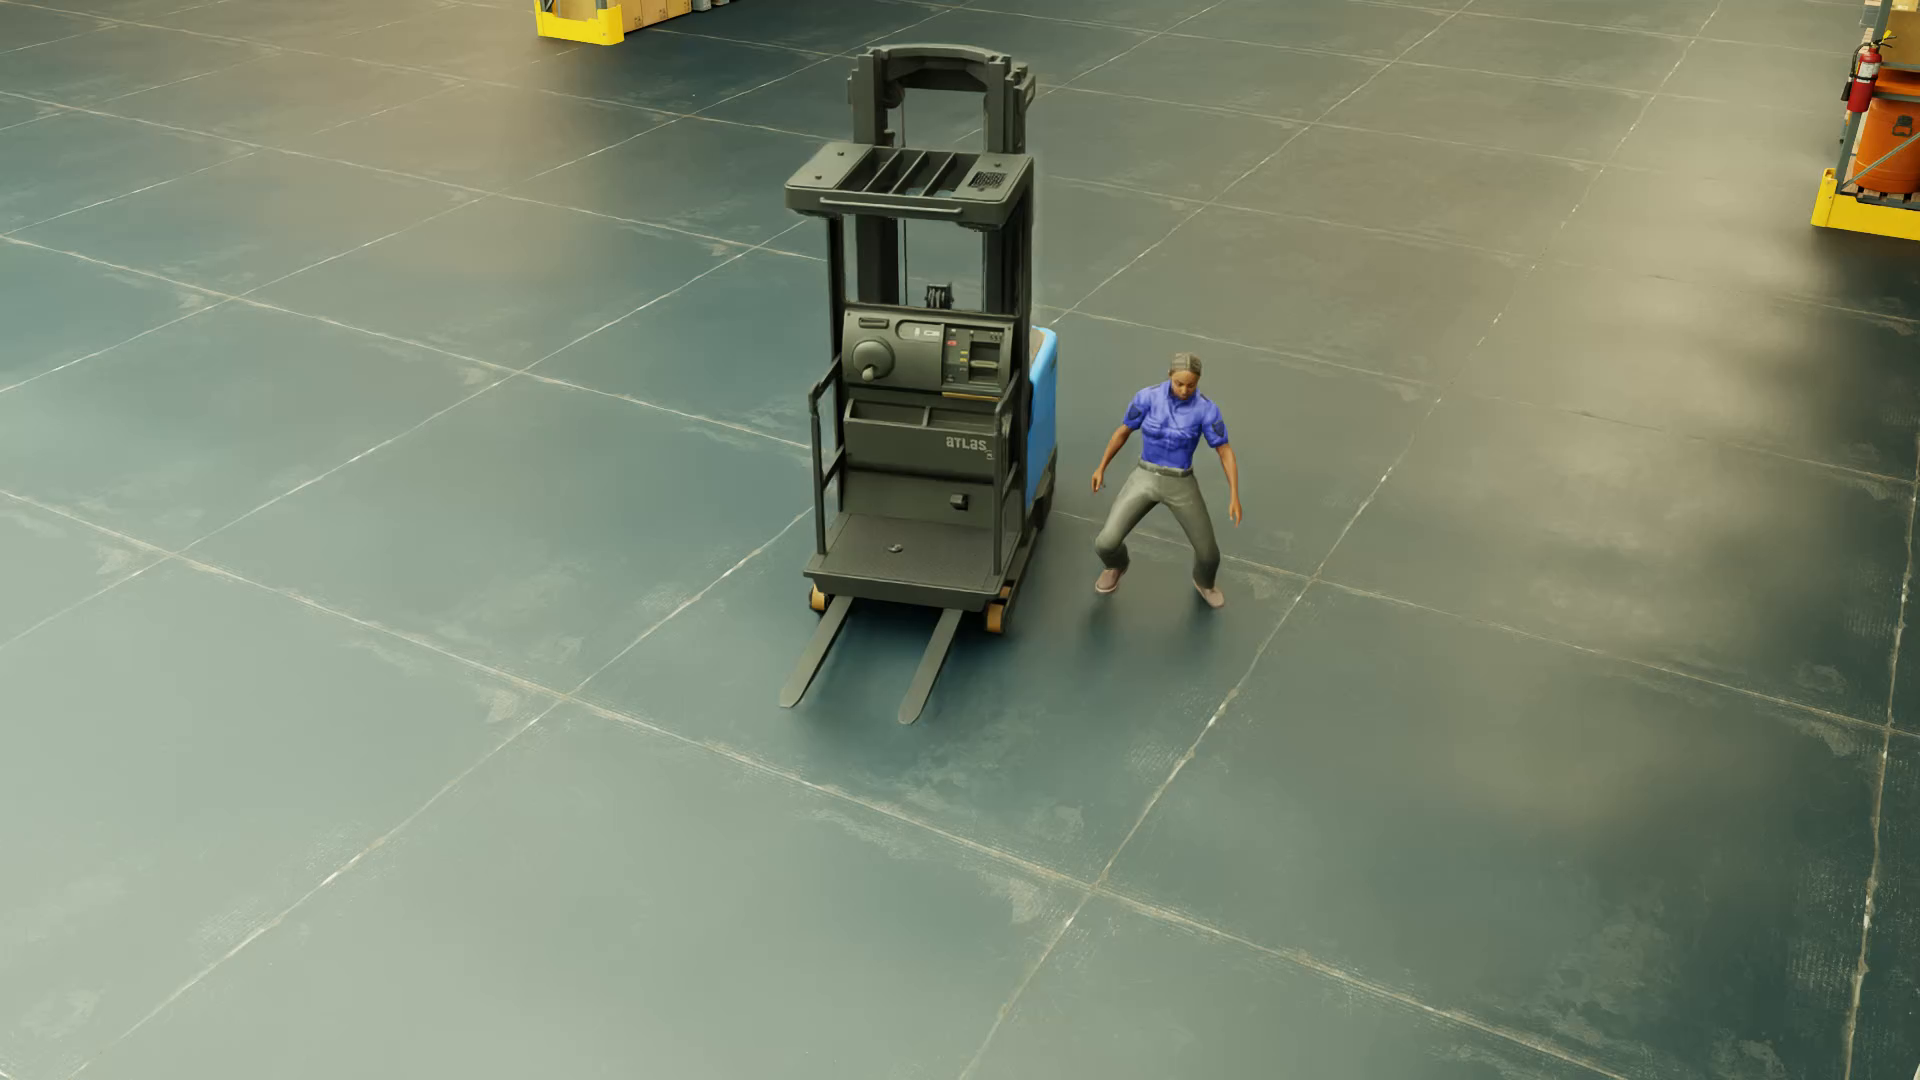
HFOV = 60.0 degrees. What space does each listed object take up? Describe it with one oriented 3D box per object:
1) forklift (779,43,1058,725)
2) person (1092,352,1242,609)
[{"bbox_3d":[-0.221,-0.963,8.739,1.130,2.935,3.031,7,31,11],"label":"forklift"},{"bbox_3d":[1.126,-0.302,9.006,0.851,1.566,0.584,9,31,16],"label":"person"}]
